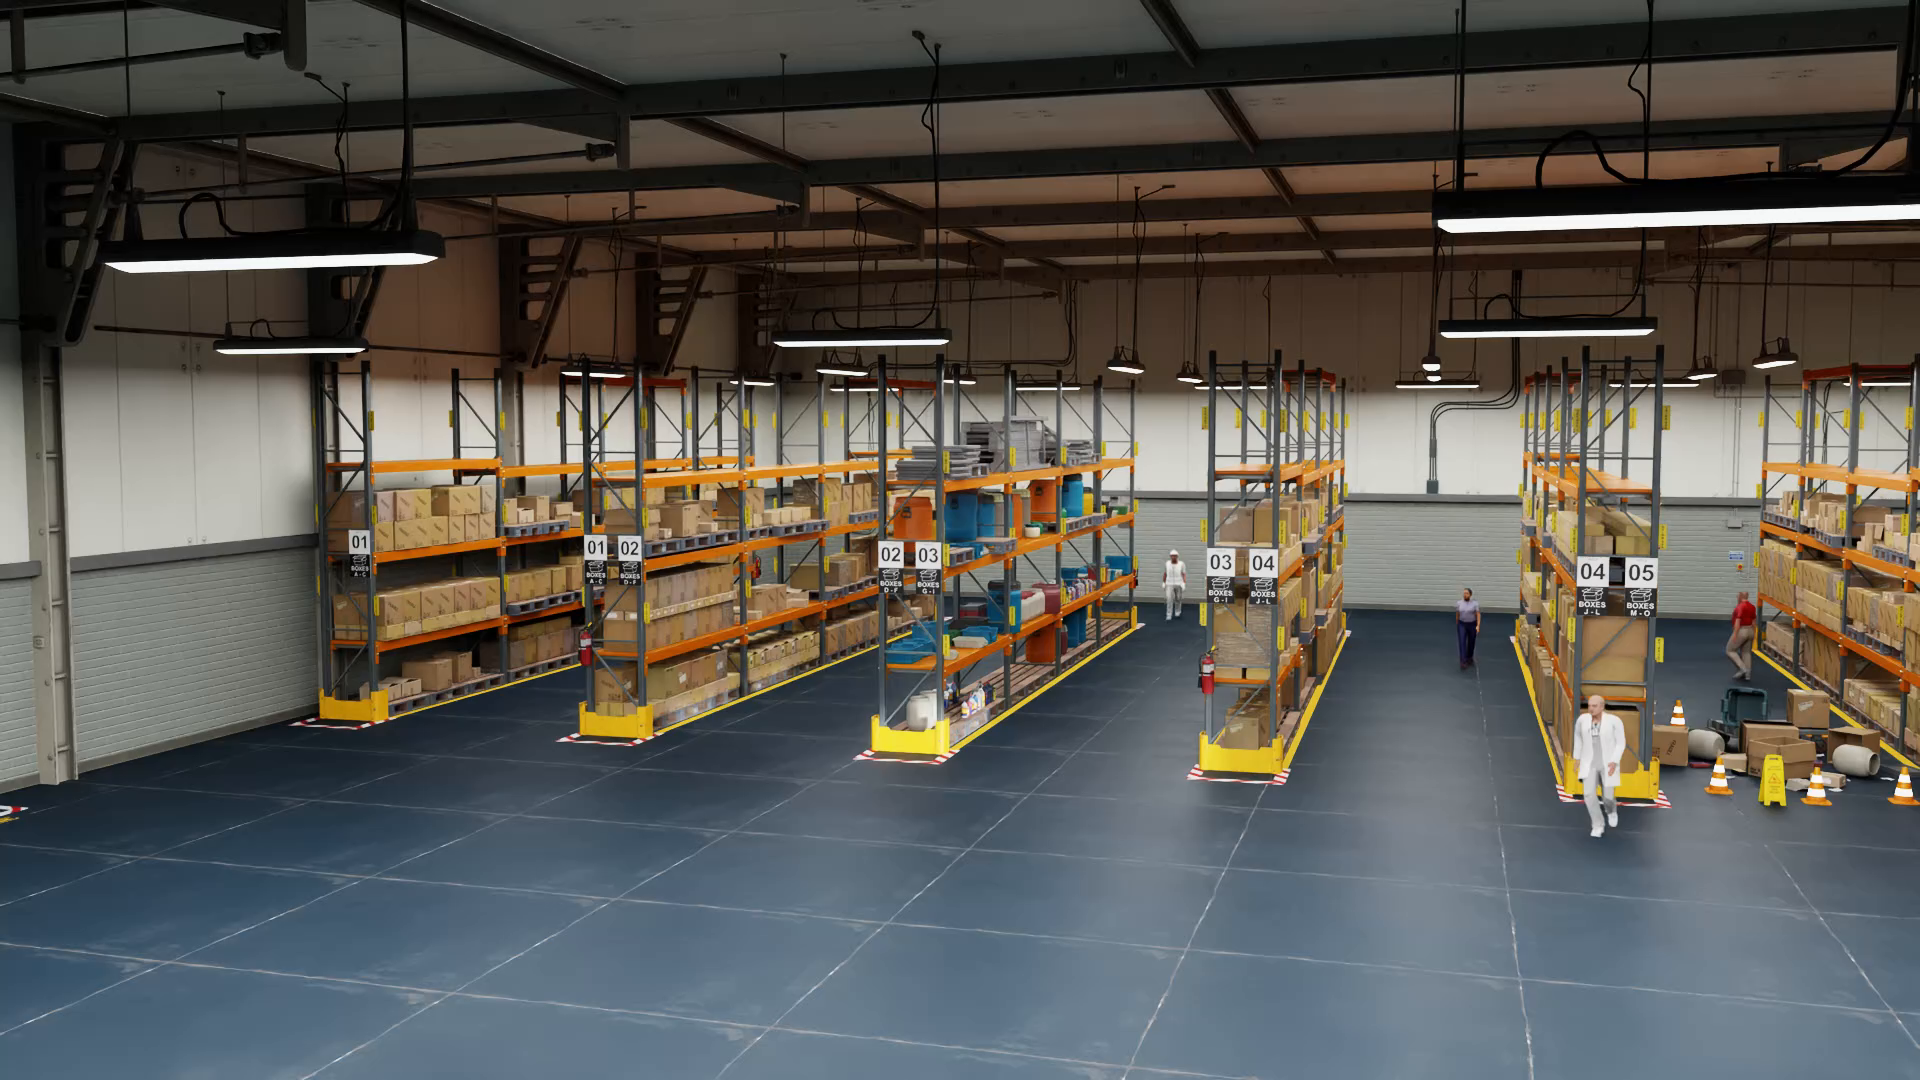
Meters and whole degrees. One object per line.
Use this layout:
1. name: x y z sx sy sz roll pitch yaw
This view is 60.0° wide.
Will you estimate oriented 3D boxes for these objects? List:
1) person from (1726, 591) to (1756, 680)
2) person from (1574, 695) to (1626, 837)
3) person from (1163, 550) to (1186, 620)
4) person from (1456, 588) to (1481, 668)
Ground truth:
1. person: 15.169 1.842 32.166 0.586 1.726 0.481 -2 5 -25
2. person: 7.792 2.715 20.280 0.620 1.695 0.848 2 5 29
3. person: 5.396 1.118 41.878 0.590 1.722 1.054 1 4 8
4. person: 10.367 1.769 33.914 0.480 1.588 1.022 1 4 14
